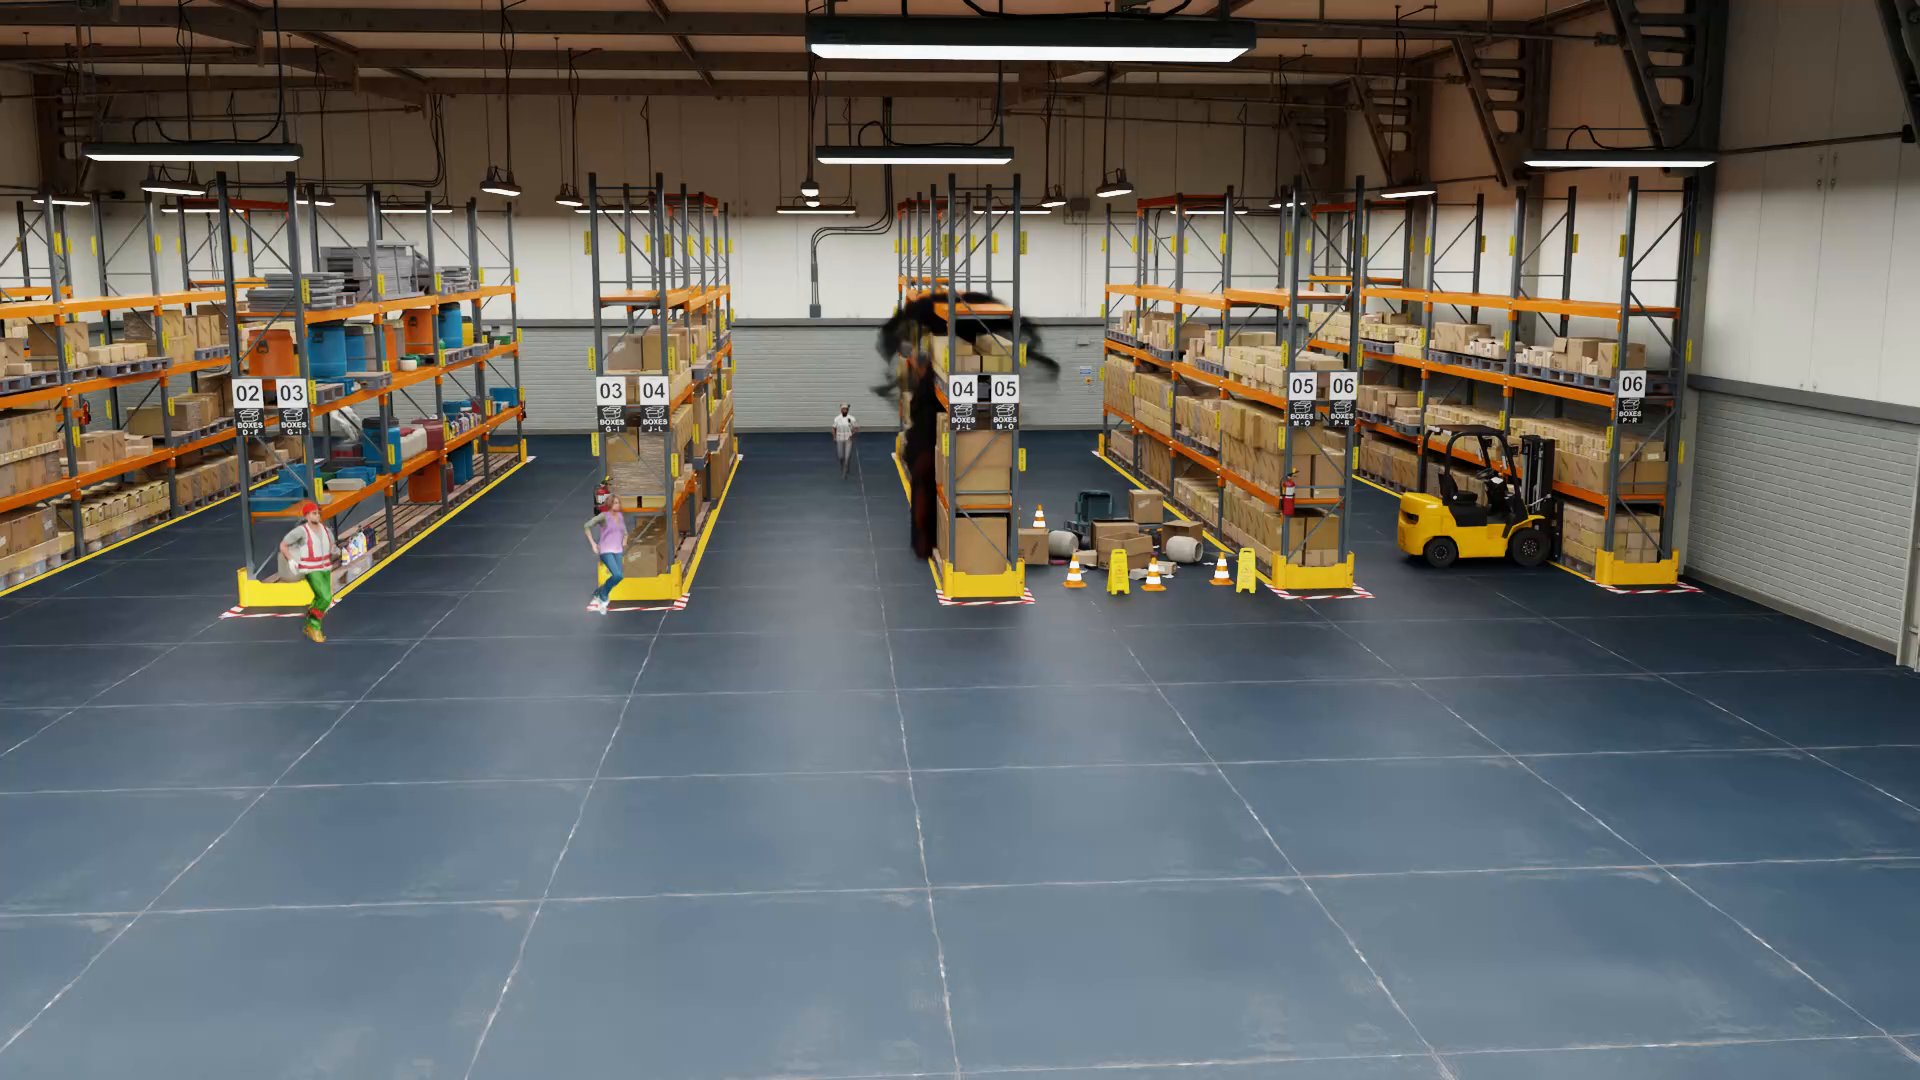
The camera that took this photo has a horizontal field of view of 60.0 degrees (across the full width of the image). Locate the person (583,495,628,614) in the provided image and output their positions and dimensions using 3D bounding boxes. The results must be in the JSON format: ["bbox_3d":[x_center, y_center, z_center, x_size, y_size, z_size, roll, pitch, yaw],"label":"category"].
[{"bbox_3d":[-4.658,0.187,22.186,0.525,1.574,0.556,5,11,28],"label":"person"}]

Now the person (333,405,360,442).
[{"bbox_3d":[-14.628,-2.751,39.674,0.524,1.623,0.622,3,10,14],"label":"person"}]

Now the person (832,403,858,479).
[{"bbox_3d":[-2.515,-2.183,36.370,0.583,1.662,0.558,0,10,1],"label":"person"}]

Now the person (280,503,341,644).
[{"bbox_3d":[-8.187,0.419,21.193,0.710,1.797,0.642,4,11,24],"label":"person"}]
